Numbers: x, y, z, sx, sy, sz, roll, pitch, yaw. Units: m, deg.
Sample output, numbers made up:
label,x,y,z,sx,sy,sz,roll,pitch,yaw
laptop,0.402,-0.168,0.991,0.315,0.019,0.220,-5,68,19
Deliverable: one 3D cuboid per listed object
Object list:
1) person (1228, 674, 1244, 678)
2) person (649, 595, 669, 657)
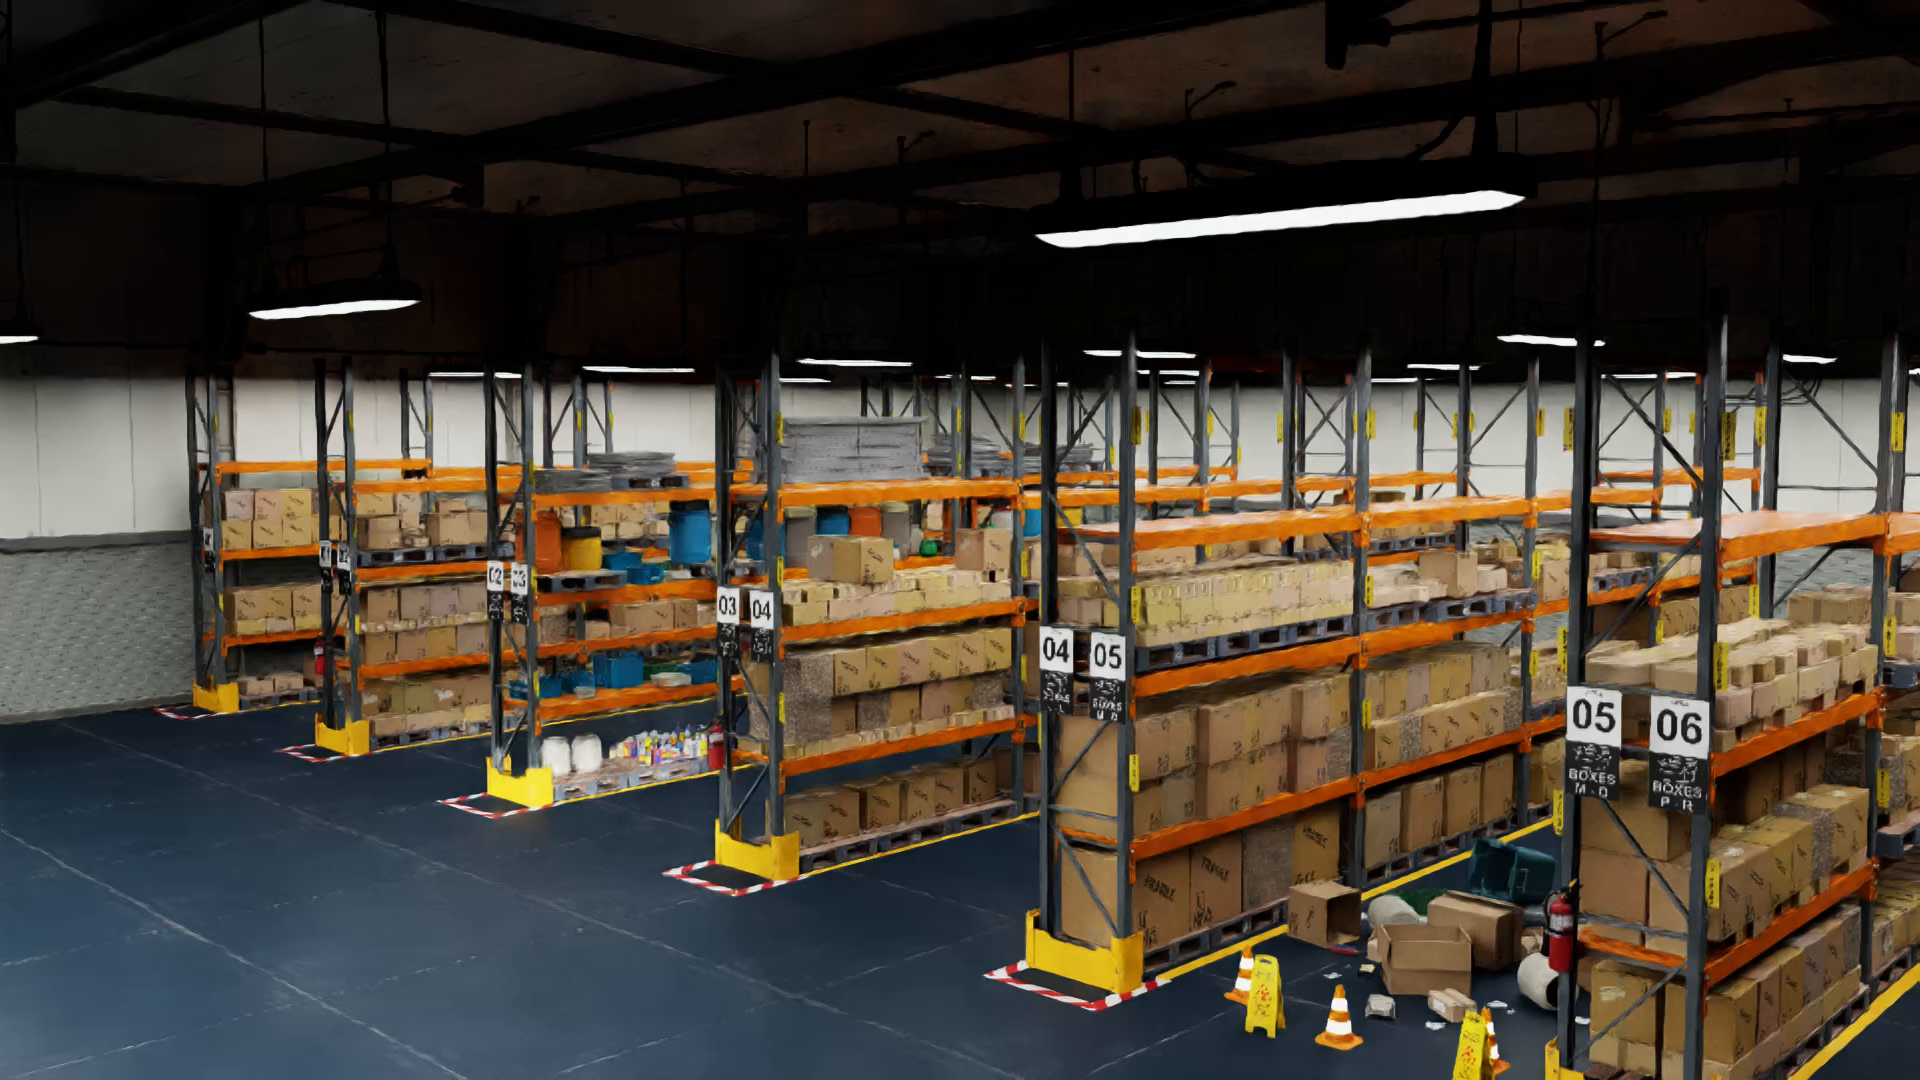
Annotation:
label,x,y,z,sx,sy,sz,roll,pitch,yaw
person,3.856,2.490,23.028,0.477,1.789,0.634,2,5,23
person,-6.175,1.810,33.728,0.411,1.519,0.957,3,5,35
